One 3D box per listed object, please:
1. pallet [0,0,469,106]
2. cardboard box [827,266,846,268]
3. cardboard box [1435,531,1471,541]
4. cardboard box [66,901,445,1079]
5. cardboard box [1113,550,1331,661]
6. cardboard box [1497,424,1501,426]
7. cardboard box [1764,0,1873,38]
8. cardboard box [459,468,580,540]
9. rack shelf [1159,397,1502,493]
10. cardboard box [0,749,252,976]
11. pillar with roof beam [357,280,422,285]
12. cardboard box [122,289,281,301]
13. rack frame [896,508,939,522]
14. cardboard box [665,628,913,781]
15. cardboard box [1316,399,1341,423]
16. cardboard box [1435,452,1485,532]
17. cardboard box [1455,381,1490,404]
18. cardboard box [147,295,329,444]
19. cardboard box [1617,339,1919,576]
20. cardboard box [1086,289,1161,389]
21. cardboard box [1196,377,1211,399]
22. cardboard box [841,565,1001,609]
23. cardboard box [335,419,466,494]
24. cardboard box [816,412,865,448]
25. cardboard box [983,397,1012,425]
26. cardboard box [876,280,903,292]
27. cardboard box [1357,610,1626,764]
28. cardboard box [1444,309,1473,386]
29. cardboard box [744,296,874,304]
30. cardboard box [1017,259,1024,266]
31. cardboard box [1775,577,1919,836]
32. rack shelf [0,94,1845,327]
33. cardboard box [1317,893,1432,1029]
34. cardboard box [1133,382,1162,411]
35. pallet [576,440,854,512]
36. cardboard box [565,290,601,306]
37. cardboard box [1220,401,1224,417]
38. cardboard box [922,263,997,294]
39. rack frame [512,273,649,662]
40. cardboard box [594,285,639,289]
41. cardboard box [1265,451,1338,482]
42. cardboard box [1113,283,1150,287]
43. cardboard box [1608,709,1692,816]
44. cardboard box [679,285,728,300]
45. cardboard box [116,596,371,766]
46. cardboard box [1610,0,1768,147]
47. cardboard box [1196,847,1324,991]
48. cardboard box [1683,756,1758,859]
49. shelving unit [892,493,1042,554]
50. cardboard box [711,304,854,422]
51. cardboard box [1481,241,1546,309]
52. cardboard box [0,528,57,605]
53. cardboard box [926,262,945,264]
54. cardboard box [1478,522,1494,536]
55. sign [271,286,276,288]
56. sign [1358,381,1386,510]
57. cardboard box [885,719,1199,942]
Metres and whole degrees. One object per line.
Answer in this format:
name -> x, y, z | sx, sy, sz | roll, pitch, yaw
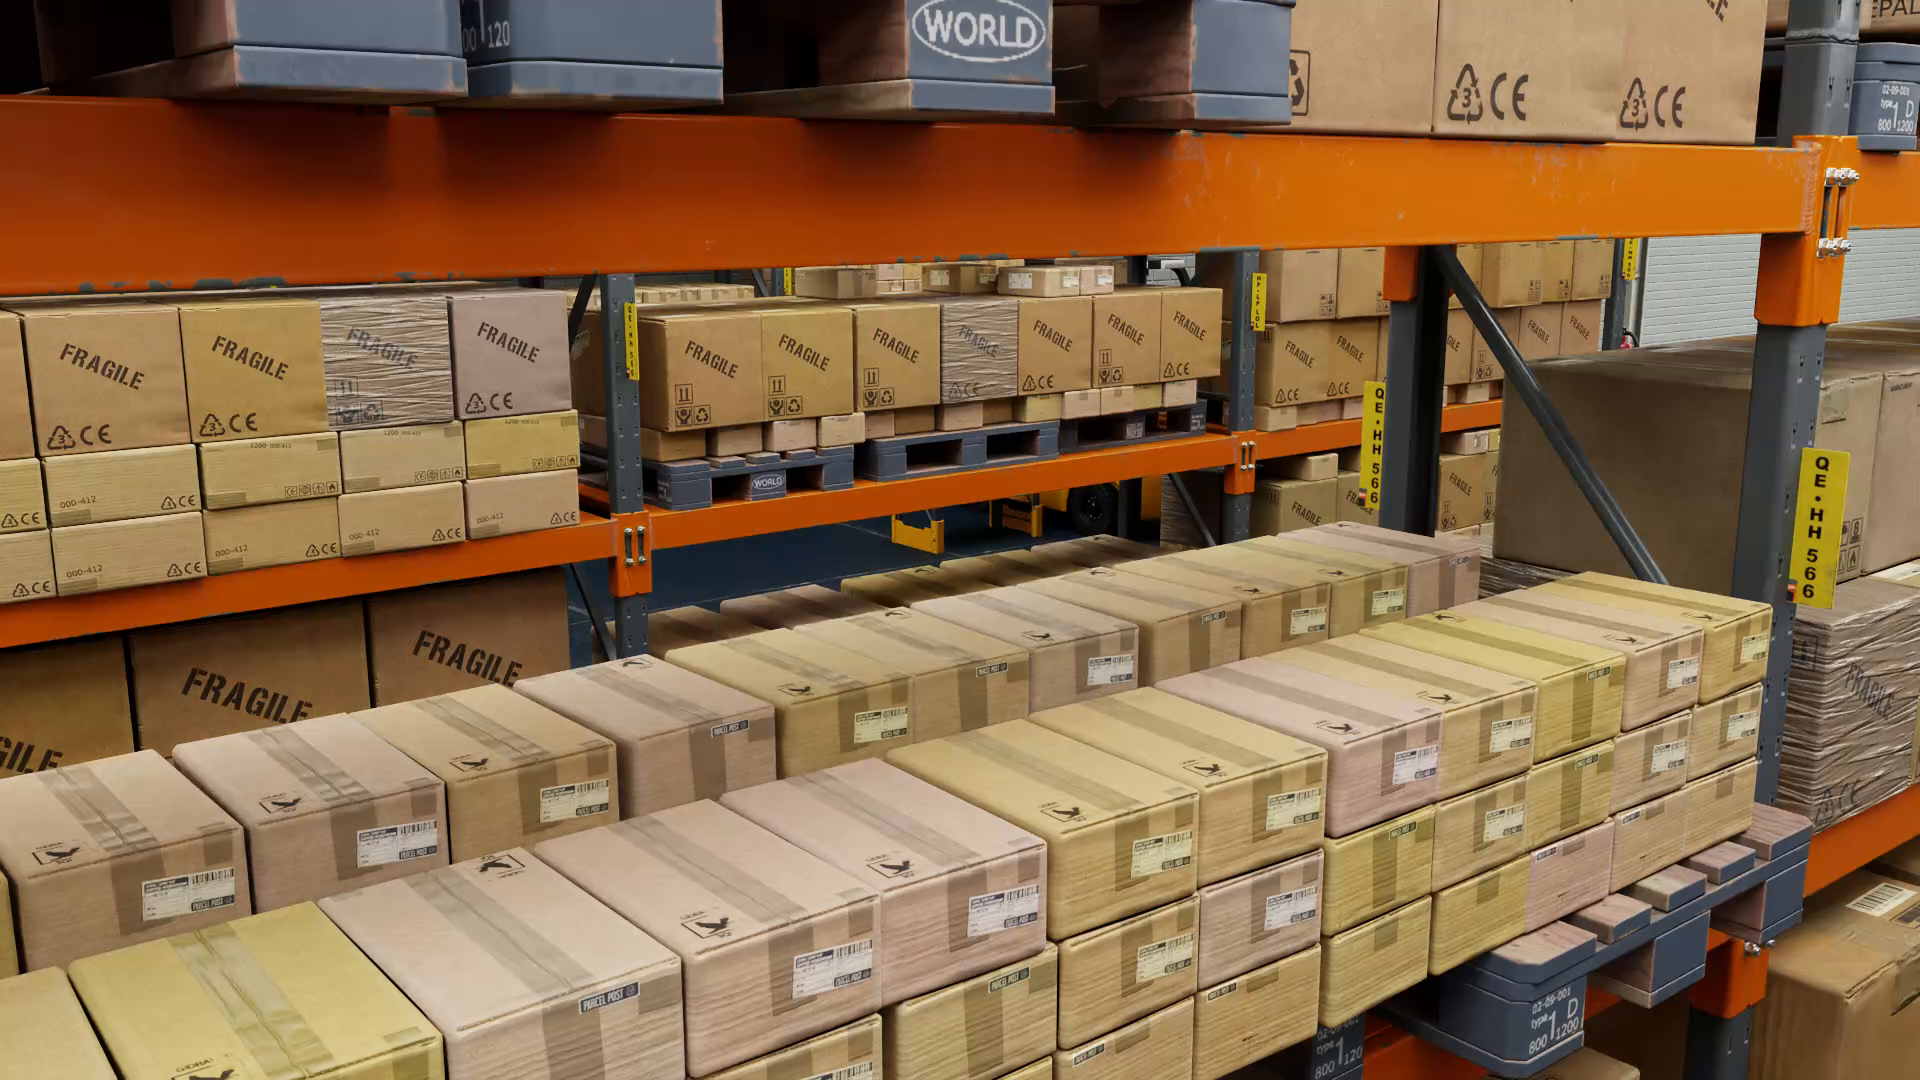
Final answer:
pallet -> -1.159, -0.502, 1.503 | 1.003, 0.211, 1.213 | -9, 15, -38
cardboard box -> -1.165, -2.253, 13.998 | 0.250, 0.149, 0.380 | -9, 15, -37
cardboard box -> 2.503, 0.245, 8.947 | 0.500, 0.500, 0.500 | -9, 15, -38
cardboard box -> -0.697, 0.516, 1.639 | 0.250, 0.149, 0.380 | -9, 15, -37
cardboard box -> 0.531, 0.138, 3.417 | 0.250, 0.149, 0.380 | -10, 15, -38
cardboard box -> 3.784, -0.751, 11.684 | 0.250, 0.149, 0.380 | -9, 15, -36
cardboard box -> 1.776, -1.199, 3.686 | 0.250, 0.149, 0.380 | -10, 16, -40
cardboard box -> -1.988, -0.192, 7.171 | 0.500, 0.250, 0.500 | -10, 16, -40
rack shelf -> 2.930, -0.799, 11.404 | 4.000, 0.370, 1.077 | -9, 15, -38
cardboard box -> -1.104, 0.410, 2.136 | 0.250, 0.149, 0.380 | -10, 16, -39
pillar with roof beam -> -1.715, -3.729, 9.026 | 0.400, 9.000, 9.100 | -9, 15, -38
cardboard box -> -3.088, -0.756, 6.819 | 0.500, 0.500, 0.500 | -9, 15, -36
rack frame -> -0.330, -0.679, 12.714 | 0.032, 1.500, 0.500 | -9, 15, -38
cardboard box -> -0.289, 0.275, 2.776 | 0.250, 0.149, 0.380 | -10, 15, -38
cardboard box -> 2.168, -0.838, 10.460 | 0.250, 0.149, 0.380 | -10, 15, -38
cardboard box -> 3.225, -0.359, 11.402 | 0.500, 0.500, 0.500 | -10, 15, -39
cardboard box -> 3.378, -1.027, 11.351 | 0.250, 0.149, 0.380 | -10, 15, -38
cardboard box -> -2.783, -0.670, 6.415 | 0.500, 0.500, 0.500 | -9, 15, -38
cardboard box -> 2.167, -0.244, 4.406 | 0.500, 0.500, 0.700 | -10, 15, -38
cardboard box -> 0.764, -1.130, 9.261 | 0.500, 0.500, 0.500 | -9, 15, -37
cardboard box -> 1.560, -1.184, 10.527 | 0.500, 0.500, 0.500 | -10, 16, -39
cardboard box -> -0.141, 0.441, 9.146 | 0.625, 0.372, 0.950 | -9, 15, -36
cardboard box -> -2.373, -0.373, 6.820 | 0.500, 0.250, 0.500 | -10, 16, -39
cardboard box -> -0.674, -0.559, 8.133 | 0.250, 0.149, 0.380 | -9, 15, -37
cardboard box -> 0.063, -0.715, 8.869 | 0.250, 0.149, 0.380 | -10, 16, -40
cardboard box -> -0.696, -2.153, 14.246 | 0.250, 0.149, 0.380 | -9, 15, -36
cardboard box -> 0.917, 0.248, 2.903 | 0.250, 0.149, 0.380 | -9, 15, -36
cardboard box -> 3.045, -1.299, 11.067 | 0.500, 0.500, 0.500 | -9, 15, -37
cardboard box -> -0.784, -1.011, 8.702 | 0.500, 0.500, 0.500 | -11, 16, -41
cardboard box -> 0.504, -2.499, 15.158 | 0.250, 0.149, 0.380 | -9, 15, -36
cardboard box -> 1.935, 0.354, 4.001 | 0.500, 0.500, 0.500 | -9, 15, -37
rack shelf -> -0.146, -0.439, 2.485 | 4.000, 0.370, 1.077 | -9, 15, -38
cardboard box -> 0.516, 0.605, 2.650 | 0.250, 0.149, 0.380 | -10, 16, -40
cardboard box -> 0.922, -0.831, 9.417 | 0.250, 0.149, 0.380 | -10, 16, -39
pallet -> -1.266, -0.389, 8.200 | 1.003, 0.211, 1.213 | -9, 15, -38
cardboard box -> -2.843, -1.812, 12.637 | 0.250, 0.149, 0.380 | -9, 15, -37
cardboard box -> 1.619, -0.894, 10.720 | 0.250, 0.149, 0.380 | -9, 15, -36
cardboard box -> -0.004, -1.448, 9.195 | 0.250, 0.149, 0.380 | -8, 15, -35
rack frame -> -1.756, -0.373, 7.663 | 0.127, 3.000, 1.000 | -9, 15, -38
cardboard box -> -2.769, -1.957, 13.320 | 0.250, 0.149, 0.380 | -10, 15, -38
cardboard box -> 2.132, -0.476, 10.389 | 0.250, 0.149, 0.380 | -9, 15, -37
cardboard box -> 0.823, -1.277, 9.955 | 0.500, 0.500, 0.500 | -9, 15, -36
cardboard box -> 1.107, 0.362, 3.081 | 0.250, 0.149, 0.380 | -9, 15, -36
cardboard box -> -2.054, -1.946, 13.269 | 0.250, 0.149, 0.380 | -10, 15, -38
cardboard box -> -3.046, 0.652, 6.939 | 0.875, 0.875, 0.875 | -9, 15, -37
cardboard box -> 1.128, -0.984, 3.079 | 0.500, 0.500, 0.500 | -9, 15, -38
cardboard box -> 0.308, 0.495, 2.456 | 0.250, 0.149, 0.380 | -9, 15, -36
cardboard box -> 1.318, 0.473, 3.274 | 0.250, 0.149, 0.380 | -9, 15, -37
shelving unit -> 0.060, -0.744, 13.020 | 1.083, 1.500, 0.587 | -9, 15, -38
cardboard box -> -0.857, -0.862, 8.000 | 0.500, 0.500, 0.500 | -8, 15, -35
cardboard box -> 3.495, -1.845, 11.234 | 0.500, 0.500, 0.700 | -10, 15, -38
cardboard box -> -3.557, 0.074, 5.920 | 0.500, 0.250, 0.500 | -10, 15, -38
cardboard box -> -0.345, -2.381, 14.604 | 0.250, 0.149, 0.380 | -10, 15, -38
cardboard box -> 3.619, -0.057, 11.783 | 0.500, 0.250, 0.500 | -9, 15, -37
sign -> -4.513, -1.618, 10.931 | 0.005, 0.325, 0.100 | -9, 15, -38
sign -> 1.066, -0.239, 4.245 | 0.005, 0.325, 0.100 | -9, 15, -38
cardboard box -> 0.105, 0.382, 2.268 | 0.250, 0.149, 0.380 | -9, 15, -36
